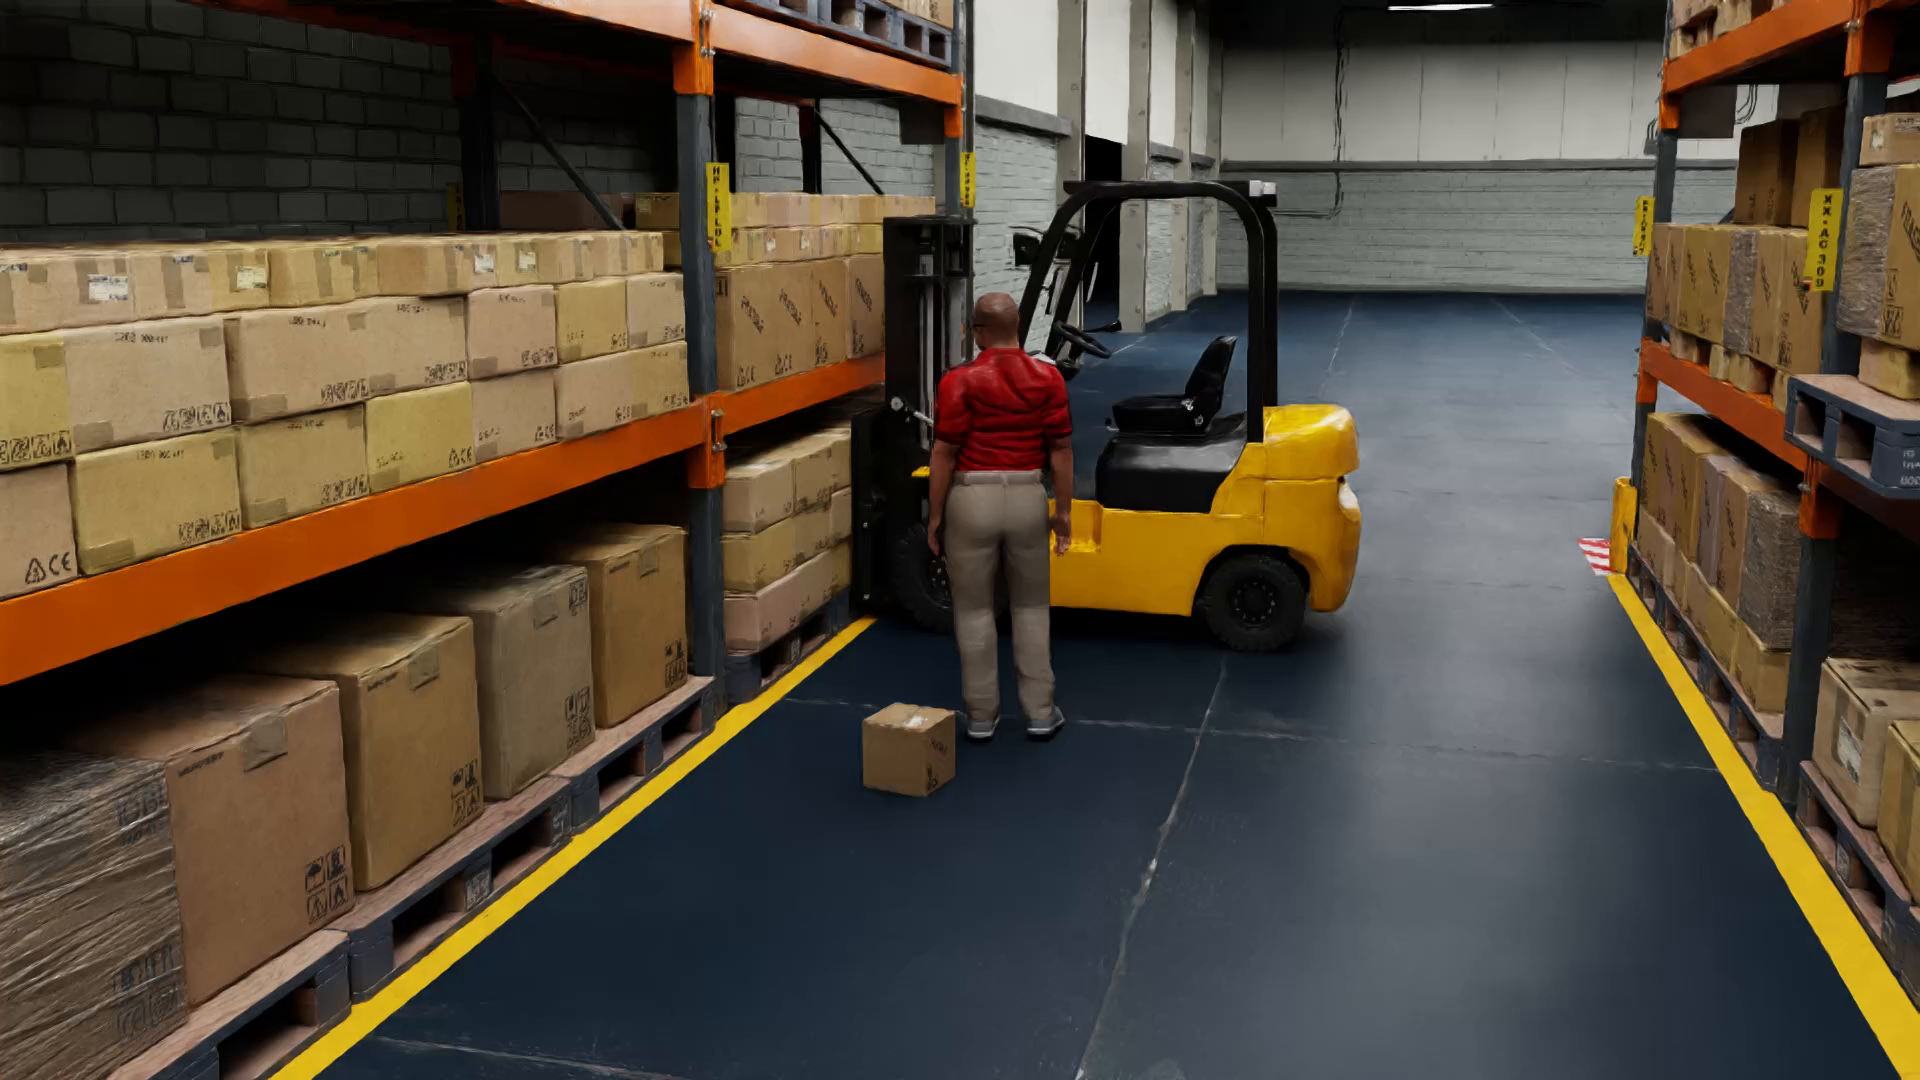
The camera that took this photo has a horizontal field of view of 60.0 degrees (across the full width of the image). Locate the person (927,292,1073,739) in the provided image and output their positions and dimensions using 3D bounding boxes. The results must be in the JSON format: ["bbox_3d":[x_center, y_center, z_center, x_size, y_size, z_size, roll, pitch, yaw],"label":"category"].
[{"bbox_3d":[0.151,-0.093,6.429,0.571,1.725,0.364,-3,12,-13],"label":"person"}]
